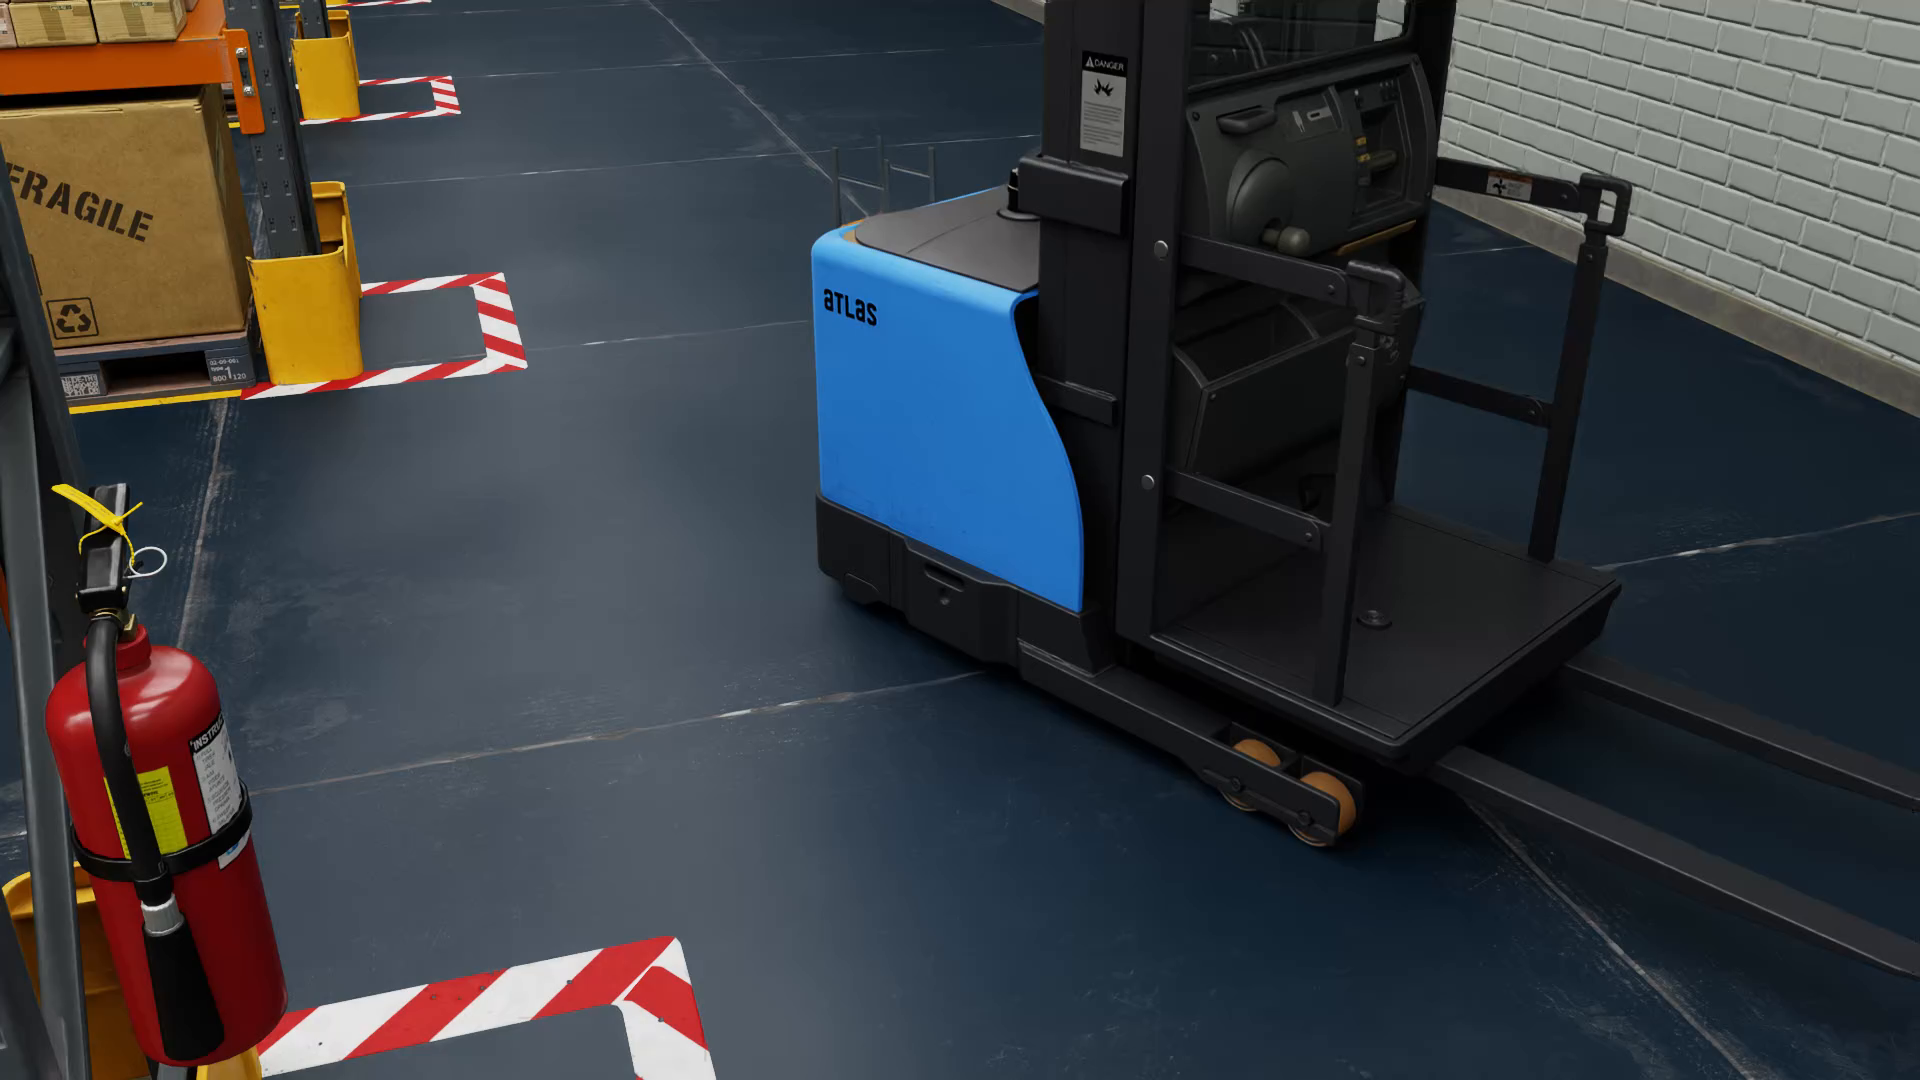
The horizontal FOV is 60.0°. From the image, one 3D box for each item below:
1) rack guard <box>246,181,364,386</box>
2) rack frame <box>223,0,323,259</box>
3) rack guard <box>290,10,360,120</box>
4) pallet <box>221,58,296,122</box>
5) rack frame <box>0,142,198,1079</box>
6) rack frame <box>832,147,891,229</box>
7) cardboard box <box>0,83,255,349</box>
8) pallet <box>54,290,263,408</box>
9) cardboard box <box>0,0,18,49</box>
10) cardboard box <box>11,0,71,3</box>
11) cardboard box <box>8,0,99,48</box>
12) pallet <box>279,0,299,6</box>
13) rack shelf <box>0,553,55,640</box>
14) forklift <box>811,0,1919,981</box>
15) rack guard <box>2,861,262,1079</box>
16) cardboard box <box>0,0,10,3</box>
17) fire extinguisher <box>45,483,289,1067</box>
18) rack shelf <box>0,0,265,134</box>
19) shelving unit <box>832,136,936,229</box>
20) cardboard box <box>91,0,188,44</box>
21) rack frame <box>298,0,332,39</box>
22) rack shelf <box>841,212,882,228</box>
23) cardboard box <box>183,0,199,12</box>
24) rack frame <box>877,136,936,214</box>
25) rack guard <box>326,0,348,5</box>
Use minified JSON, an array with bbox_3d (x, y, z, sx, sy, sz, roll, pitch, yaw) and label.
[{"bbox_3d":[-2.690,-1.086,6.875,0.348,0.500,1.175,-8,28,-16],"label":"rack guard"},{"bbox_3d":[-2.713,-2.202,6.312,0.127,3.000,1.000,-8,28,-16],"label":"rack frame"},{"bbox_3d":[-4.228,-3.185,11.104,0.348,0.500,1.175,-8,28,-16],"label":"rack guard"},{"bbox_3d":[-5.043,-2.950,10.955,1.213,0.211,1.003,-8,28,-16],"label":"pallet"},{"bbox_3d":[-1.274,-0.092,2.063,0.053,2.616,0.949,-8,28,-16],"label":"rack frame"},{"bbox_3d":[-0.280,-0.580,5.068,0.240,1.200,0.006,23,36,39],"label":"rack frame"},{"bbox_3d":[-3.297,-1.316,6.446,0.875,0.875,0.875,-8,28,-16],"label":"cardboard box"},{"bbox_3d":[-3.449,-0.810,6.644,1.213,0.211,1.003,-8,28,-16],"label":"pallet"},{"bbox_3d":[-3.437,-1.830,5.846,0.250,0.149,0.380,-8,28,-16],"label":"cardboard box"},{"bbox_3d":[-3.092,-2.089,5.919,0.500,0.250,0.500,-9,28,-17],"label":"cardboard box"},{"bbox_3d":[-3.196,-1.865,5.915,0.250,0.149,0.380,-8,27,-16],"label":"cardboard box"},{"bbox_3d":[-6.607,-5.021,15.127,1.213,0.211,1.003,-8,28,-16],"label":"pallet"},{"bbox_3d":[-3.175,0.507,1.665,4.000,0.370,1.077,-8,28,-16],"label":"rack shelf"},{"bbox_3d":[0.979,-0.869,3.705,3.031,2.935,1.130,24,35,39],"label":"forklift"},{"bbox_3d":[-1.345,1.039,2.595,0.348,0.500,1.175,-8,28,-16],"label":"rack guard"},{"bbox_3d":[-3.574,-2.020,5.779,0.500,0.250,0.500,-9,28,-17],"label":"cardboard box"},{"bbox_3d":[-0.891,0.271,1.837,0.183,0.674,0.296,-8,28,-16],"label":"fire extinguisher"},{"bbox_3d":[-4.615,-1.604,5.917,4.000,0.370,1.077,-8,28,-16],"label":"rack shelf"},{"bbox_3d":[-0.217,-0.610,5.126,0.258,1.200,0.189,23,36,39],"label":"shelving unit"},{"bbox_3d":[-2.950,-1.901,5.989,0.250,0.149,0.380,-8,27,-15],"label":"cardboard box"},{"bbox_3d":[-4.247,-4.296,10.530,0.127,3.000,1.000,-8,28,-16],"label":"rack frame"},{"bbox_3d":[-0.220,-0.891,4.983,0.258,0.103,0.180,23,36,39],"label":"rack shelf"},{"bbox_3d":[-3.153,-2.180,6.551,0.250,0.149,0.380,-8,27,-16],"label":"cardboard box"},{"bbox_3d":[-0.153,-0.641,5.184,0.240,1.200,0.006,23,36,39],"label":"rack frame"},{"bbox_3d":[-5.849,-5.261,15.285,0.348,0.500,1.175,-8,28,-16],"label":"rack guard"}]
